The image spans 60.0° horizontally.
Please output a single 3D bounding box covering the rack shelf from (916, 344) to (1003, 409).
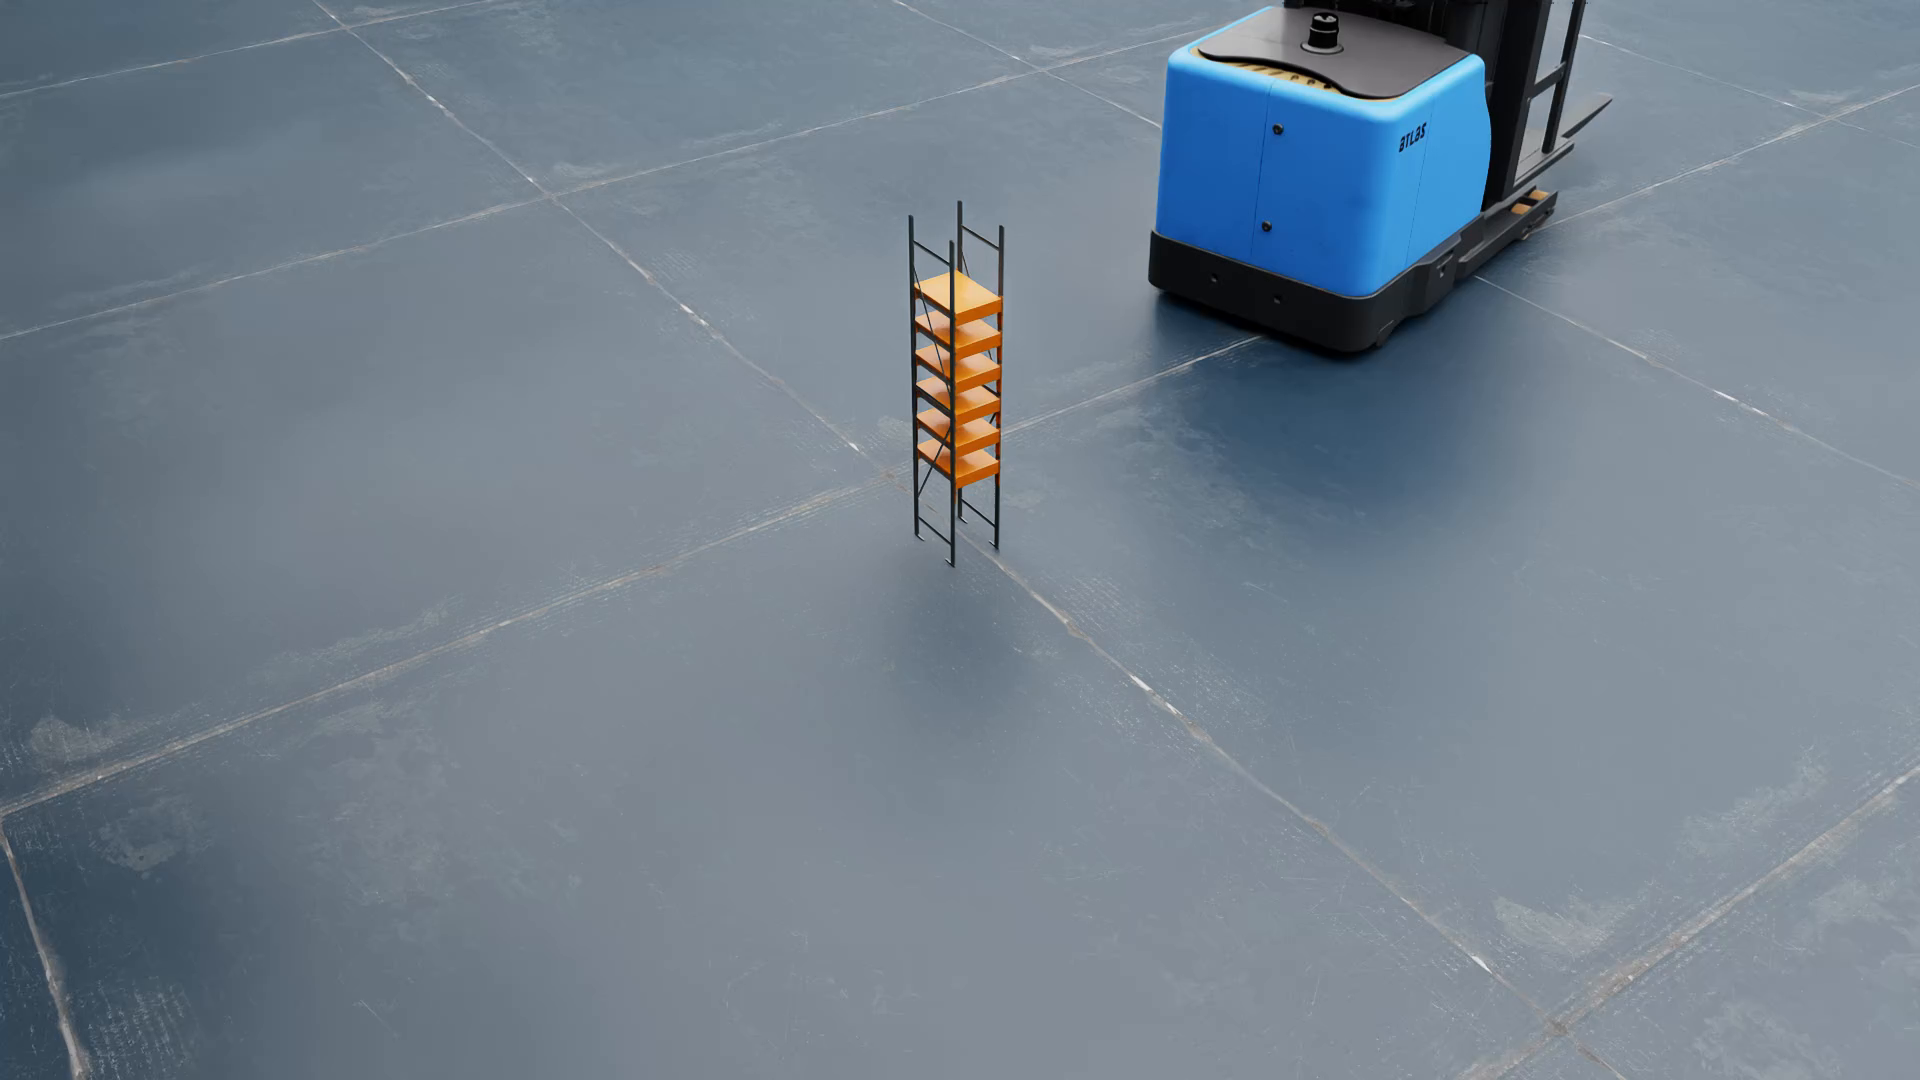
[{"bbox_3d":[-0.012,-0.544,5.349,0.180,0.103,0.258,-22,41,-28],"label":"rack shelf"}]

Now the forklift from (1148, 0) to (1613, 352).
[{"bbox_3d":[2.137,-2.738,7.047,1.130,2.935,3.031,26,43,31],"label":"forklift"}]

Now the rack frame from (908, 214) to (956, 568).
[{"bbox_3d":[-0.087,-0.451,5.350,0.006,1.200,0.240,-22,41,-28],"label":"rack frame"}]

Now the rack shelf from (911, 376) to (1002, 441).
[{"bbox_3d":[-0.012,-0.446,5.419,0.180,0.103,0.258,-22,41,-28],"label":"rack shelf"}]

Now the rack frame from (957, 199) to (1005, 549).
[{"bbox_3d":[0.063,-0.513,5.436,0.006,1.200,0.240,-22,41,-28],"label":"rack frame"}]

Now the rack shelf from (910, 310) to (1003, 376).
[{"bbox_3d":[-0.012,-0.641,5.279,0.180,0.103,0.258,-22,41,-28],"label":"rack shelf"}]

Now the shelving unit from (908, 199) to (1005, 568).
[{"bbox_3d":[-0.012,-0.482,5.393,0.189,1.200,0.258,-22,41,-28],"label":"shelving unit"}]

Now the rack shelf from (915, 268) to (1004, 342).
[{"bbox_3d":[-0.012,-0.738,5.209,0.180,0.103,0.258,-22,41,-28],"label":"rack shelf"}]

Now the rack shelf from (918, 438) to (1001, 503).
[{"bbox_3d":[-0.012,-0.251,5.559,0.180,0.103,0.258,-22,41,-28],"label":"rack shelf"}]

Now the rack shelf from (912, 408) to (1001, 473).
[{"bbox_3d":[-0.012,-0.349,5.489,0.180,0.103,0.258,-22,41,-28],"label":"rack shelf"}]
